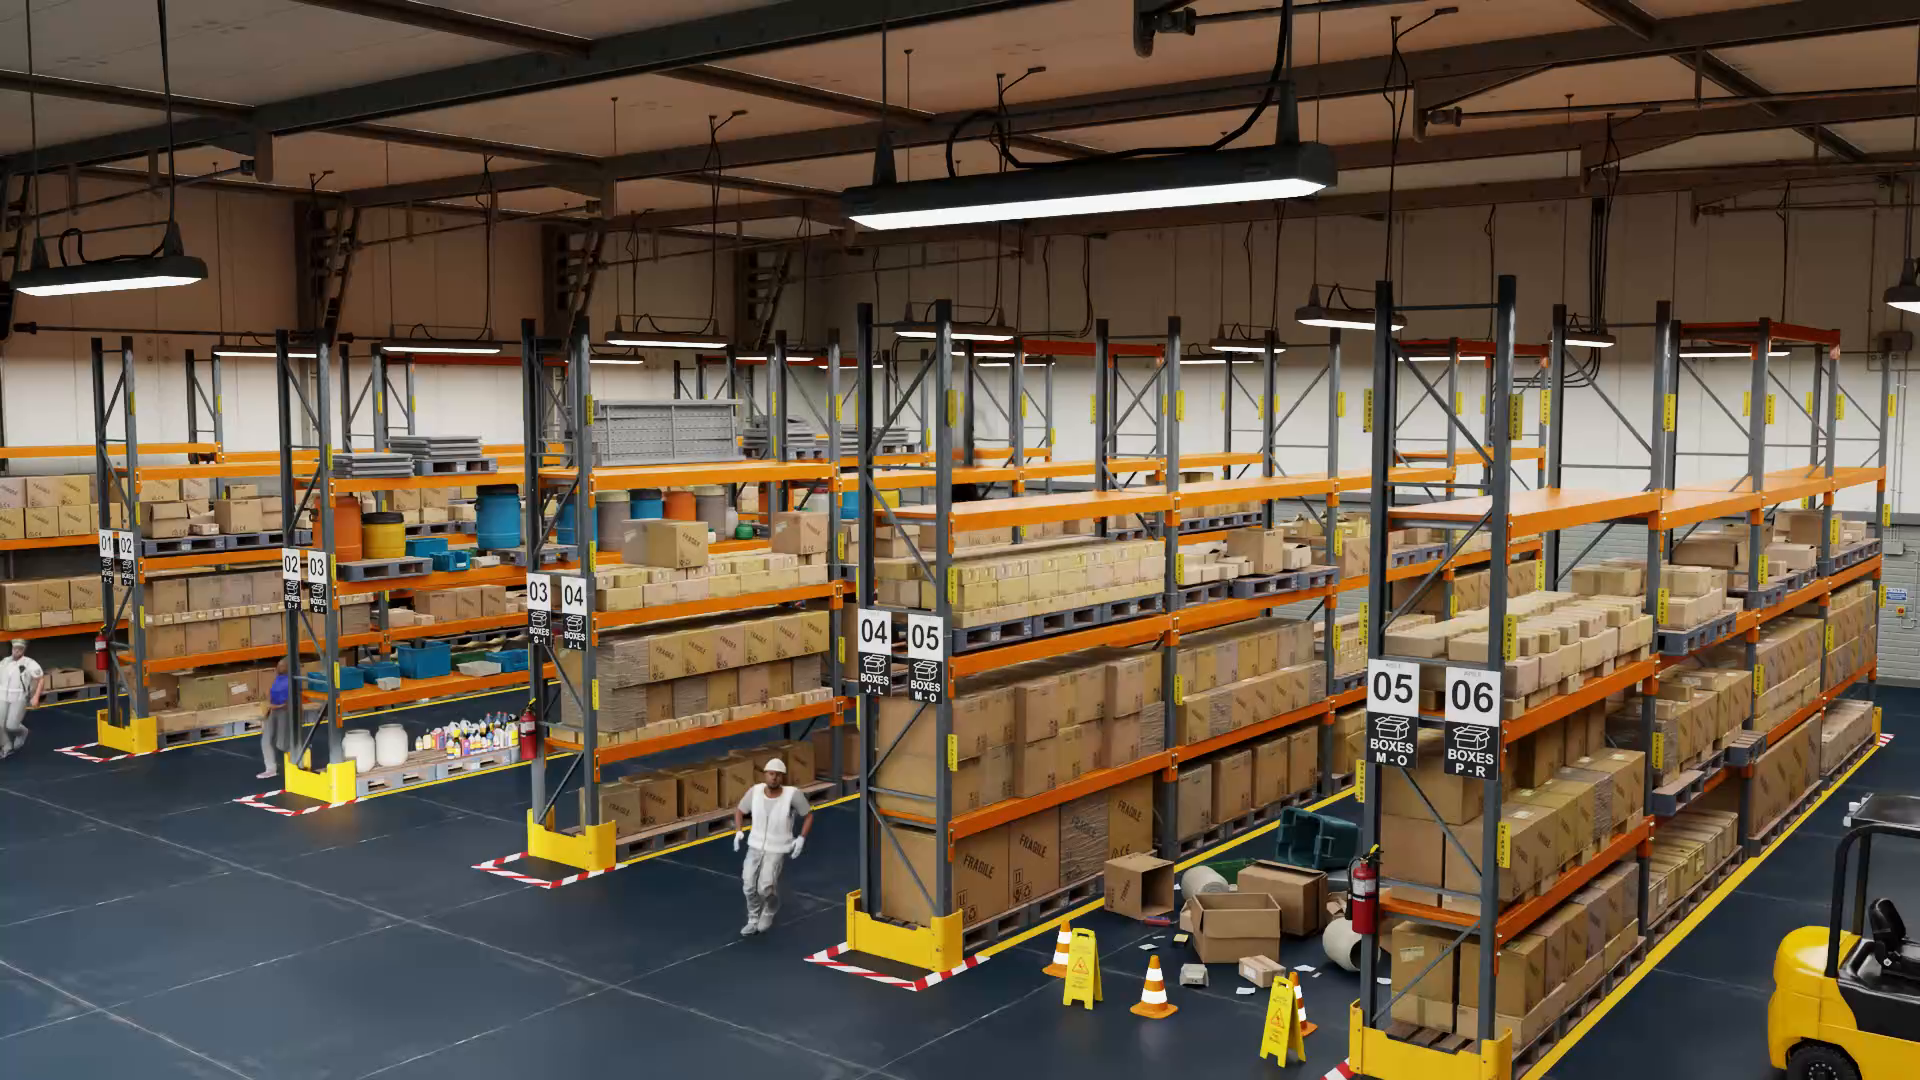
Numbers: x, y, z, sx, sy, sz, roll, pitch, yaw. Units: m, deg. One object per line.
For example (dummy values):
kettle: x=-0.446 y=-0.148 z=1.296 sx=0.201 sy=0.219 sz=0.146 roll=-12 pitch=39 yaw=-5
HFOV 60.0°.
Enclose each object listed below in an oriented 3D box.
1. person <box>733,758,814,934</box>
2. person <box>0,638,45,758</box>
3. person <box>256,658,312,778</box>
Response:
person: x=-1.814 y=2.931 z=15.783 sx=0.747 sy=1.725 sz=0.547 roll=1 pitch=5 yaw=15
person: x=-13.491 y=2.252 z=23.731 sx=0.709 sy=1.704 sz=0.553 roll=0 pitch=5 yaw=0
person: x=-9.207 y=2.409 z=22.598 sx=0.636 sy=1.604 sz=0.727 roll=4 pitch=6 yaw=37
